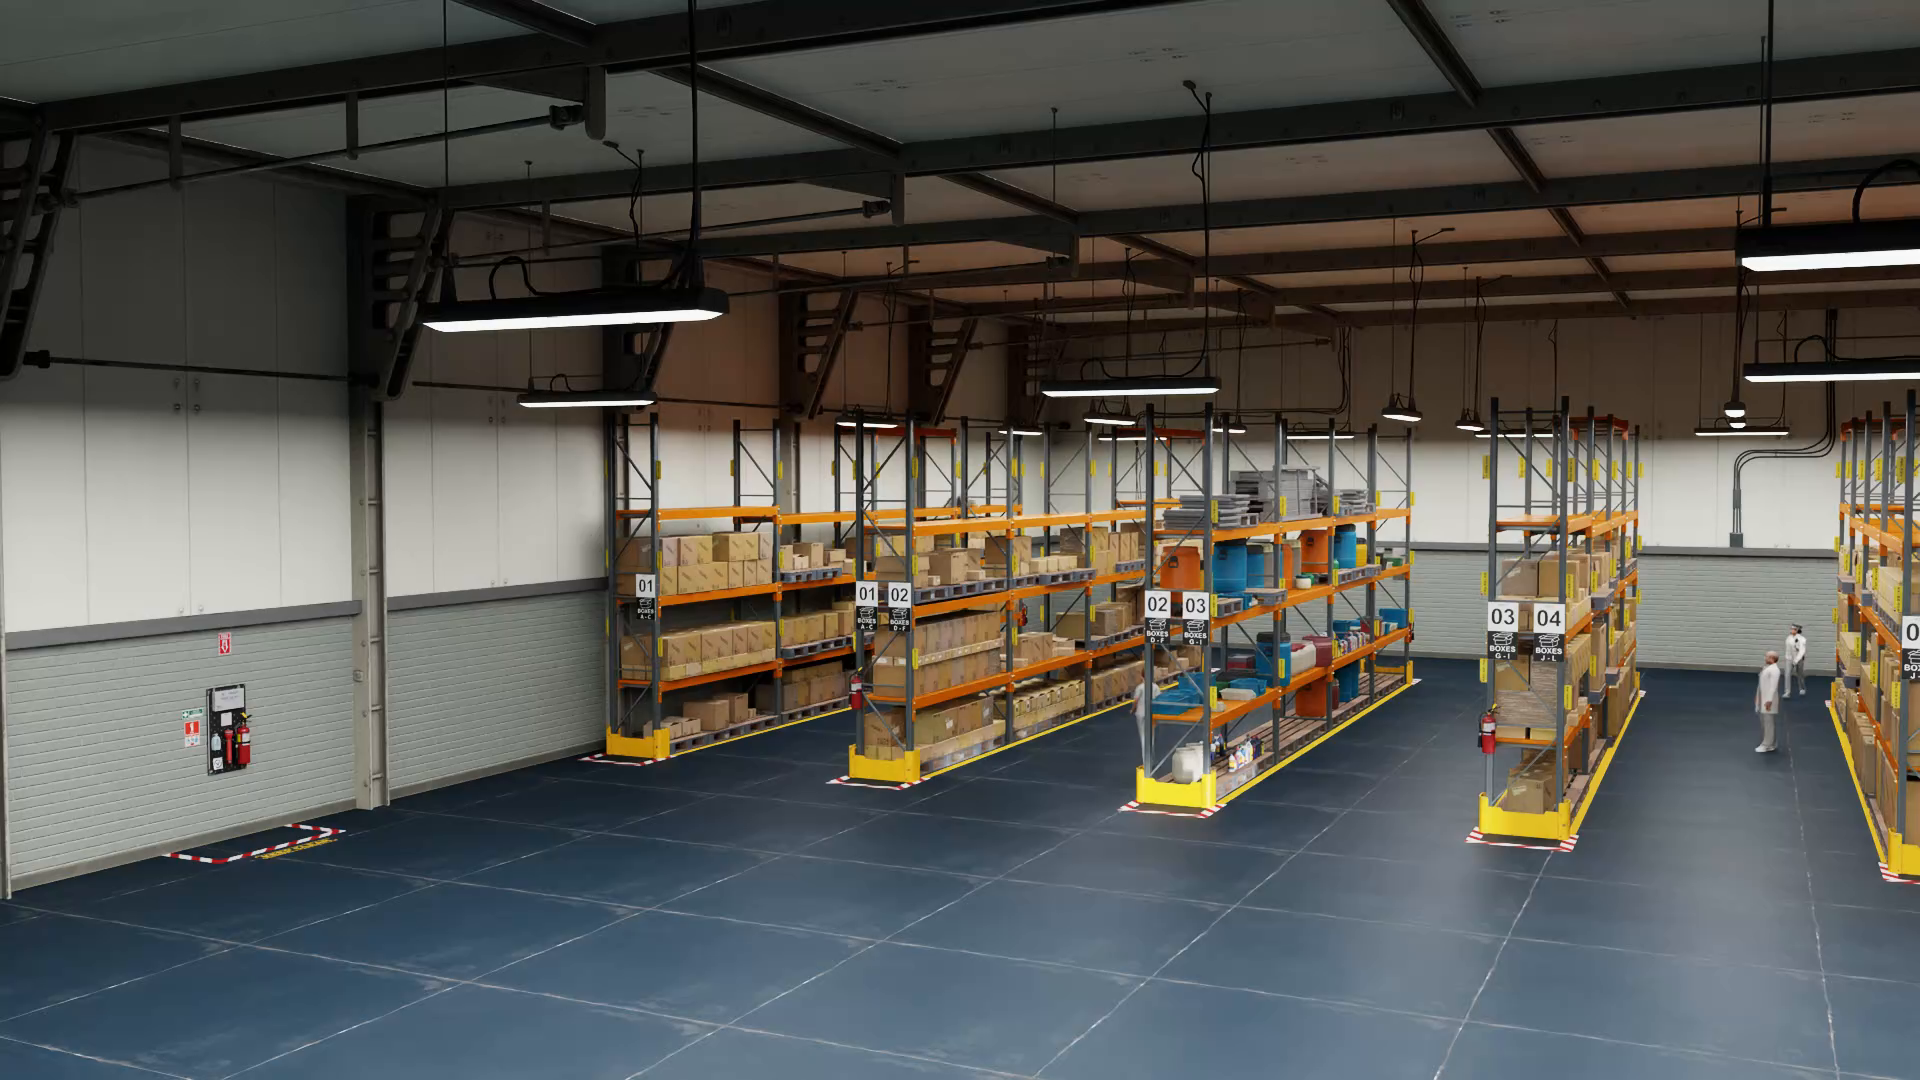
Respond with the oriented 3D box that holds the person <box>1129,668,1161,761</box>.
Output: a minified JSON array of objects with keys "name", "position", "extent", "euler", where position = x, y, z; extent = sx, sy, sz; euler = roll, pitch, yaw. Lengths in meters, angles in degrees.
[{"name":"person","position":[3.183,3.021,28.248],"extent":[0.519,1.711,0.545],"euler":[0,2,-8]}]

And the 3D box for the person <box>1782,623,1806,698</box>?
[{"name":"person","position":[18.349,2.638,36.519],"extent":[0.427,1.637,0.990],"euler":[2,3,39]}]

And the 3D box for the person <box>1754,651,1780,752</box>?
[{"name":"person","position":[14.424,2.872,29.710],"extent":[0.574,1.790,0.589],"euler":[0,2,-7]}]
